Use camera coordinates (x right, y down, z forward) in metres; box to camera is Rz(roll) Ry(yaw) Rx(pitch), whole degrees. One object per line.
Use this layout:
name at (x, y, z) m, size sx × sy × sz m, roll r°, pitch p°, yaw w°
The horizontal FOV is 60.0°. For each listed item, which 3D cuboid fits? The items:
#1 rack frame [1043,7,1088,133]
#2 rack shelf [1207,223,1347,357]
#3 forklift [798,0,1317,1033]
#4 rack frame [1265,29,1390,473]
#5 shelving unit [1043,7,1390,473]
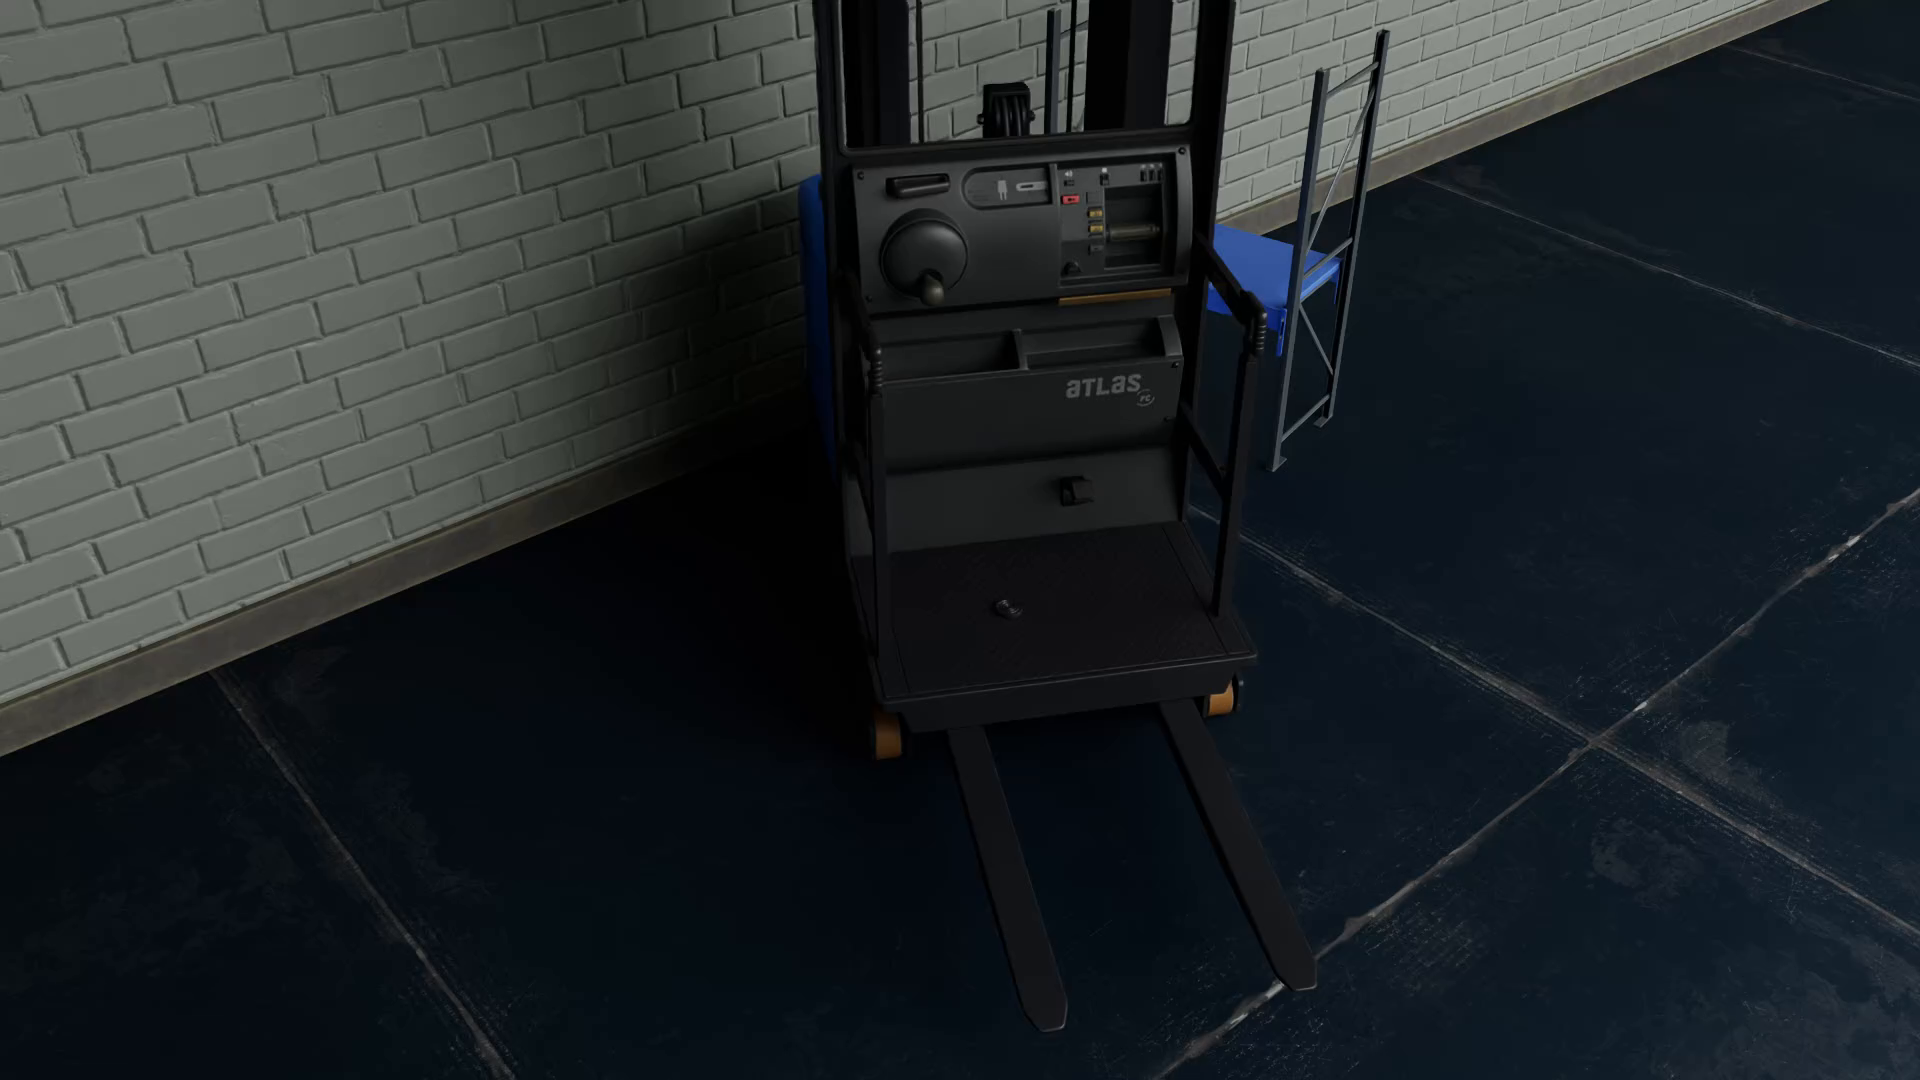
rack frame at (0.459, -1.325, 6.323) m, size 0.032 × 1.500 × 0.500 m, roll 23°, pitch 41°, yaw 29°
rack shelf at (0.870, -1.005, 6.183) m, size 1.000 × 0.185 × 0.538 m, roll 23°, pitch 41°, yaw 29°
forklift at (0.219, -0.790, 4.330) m, size 1.130 × 2.935 × 3.031 m, roll -6°, pitch 36°, yaw -9°
rack frame at (1.281, -0.979, 5.835) m, size 0.032 × 1.500 × 0.500 m, roll 23°, pitch 41°, yaw 29°
shelving unit at (0.870, -1.152, 6.079) m, size 1.048 × 1.500 × 0.538 m, roll 23°, pitch 41°, yaw 29°
